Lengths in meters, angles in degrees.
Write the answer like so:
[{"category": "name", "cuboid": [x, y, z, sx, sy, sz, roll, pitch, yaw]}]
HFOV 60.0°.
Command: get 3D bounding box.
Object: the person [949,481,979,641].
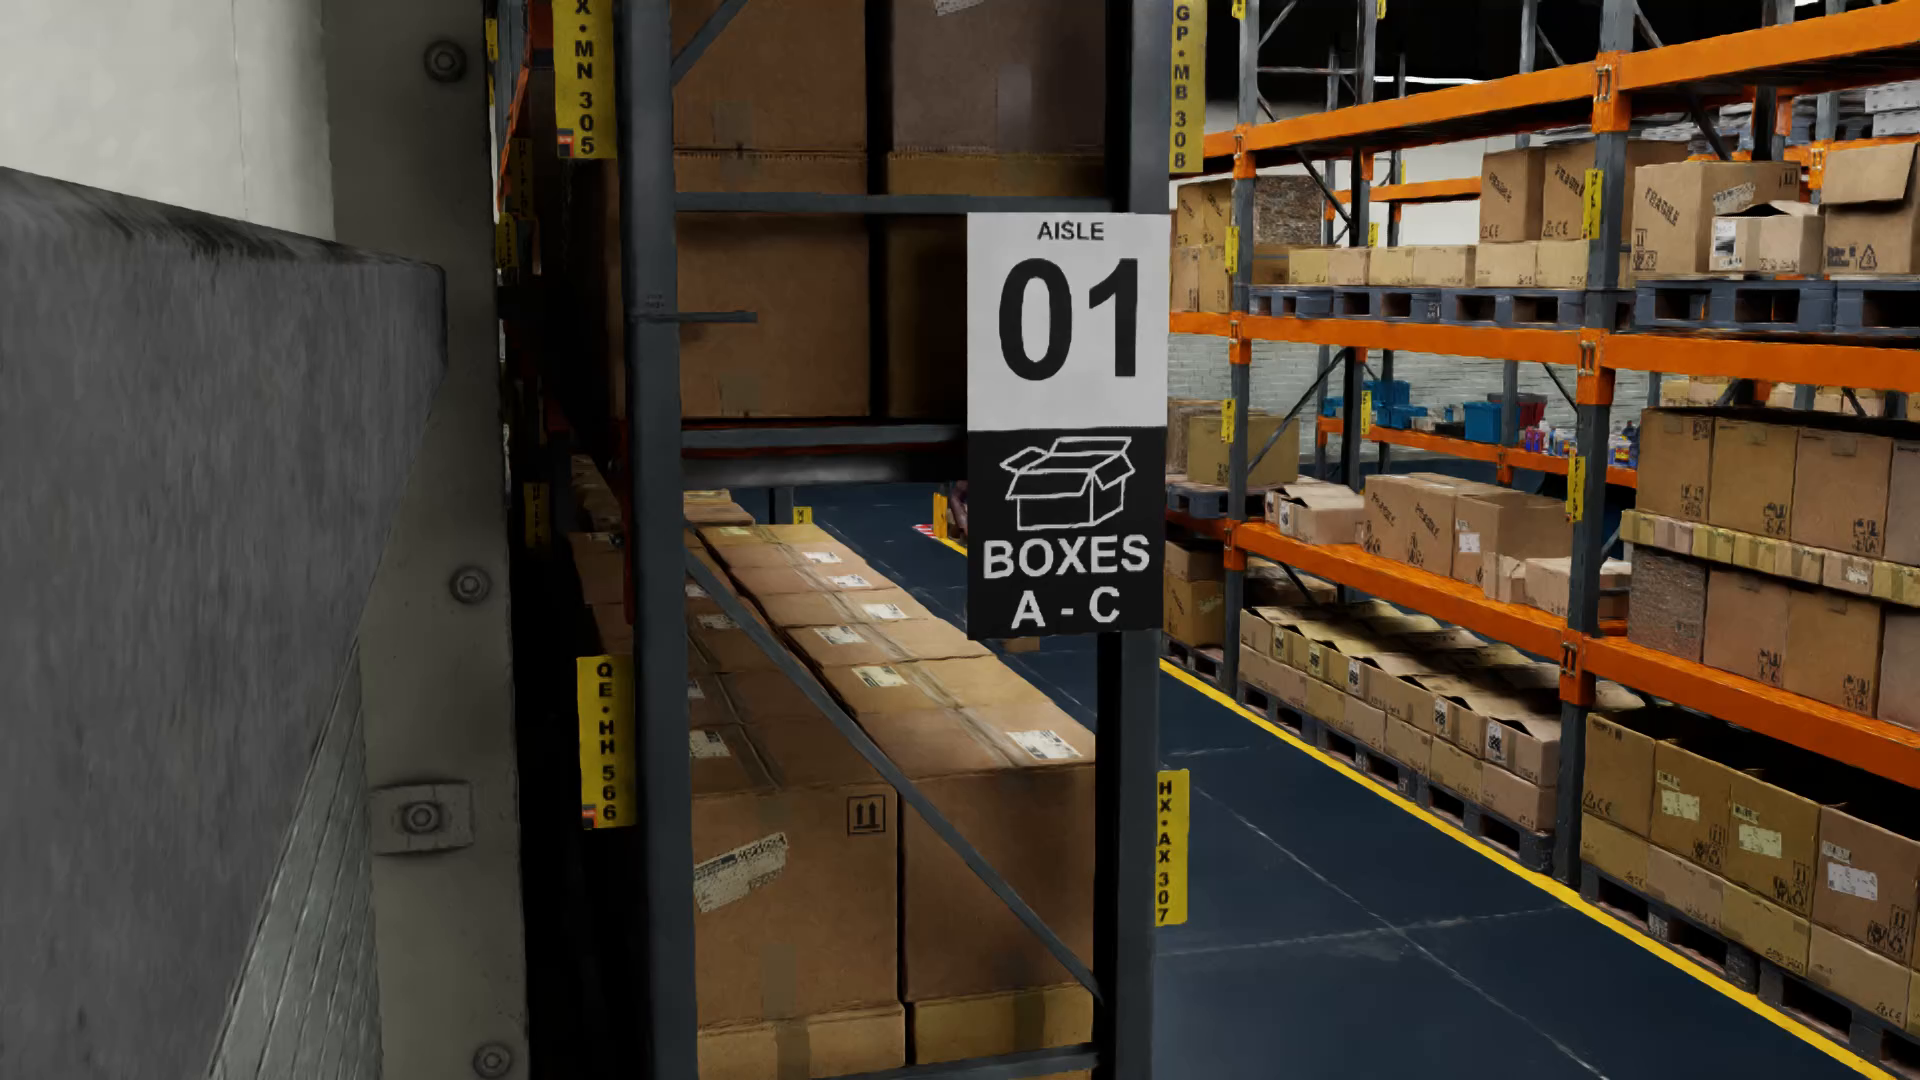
[{"category": "person", "cuboid": [0.341, -0.013, 14.108, 0.788, 1.749, 0.519, -5, 11, -30]}]
